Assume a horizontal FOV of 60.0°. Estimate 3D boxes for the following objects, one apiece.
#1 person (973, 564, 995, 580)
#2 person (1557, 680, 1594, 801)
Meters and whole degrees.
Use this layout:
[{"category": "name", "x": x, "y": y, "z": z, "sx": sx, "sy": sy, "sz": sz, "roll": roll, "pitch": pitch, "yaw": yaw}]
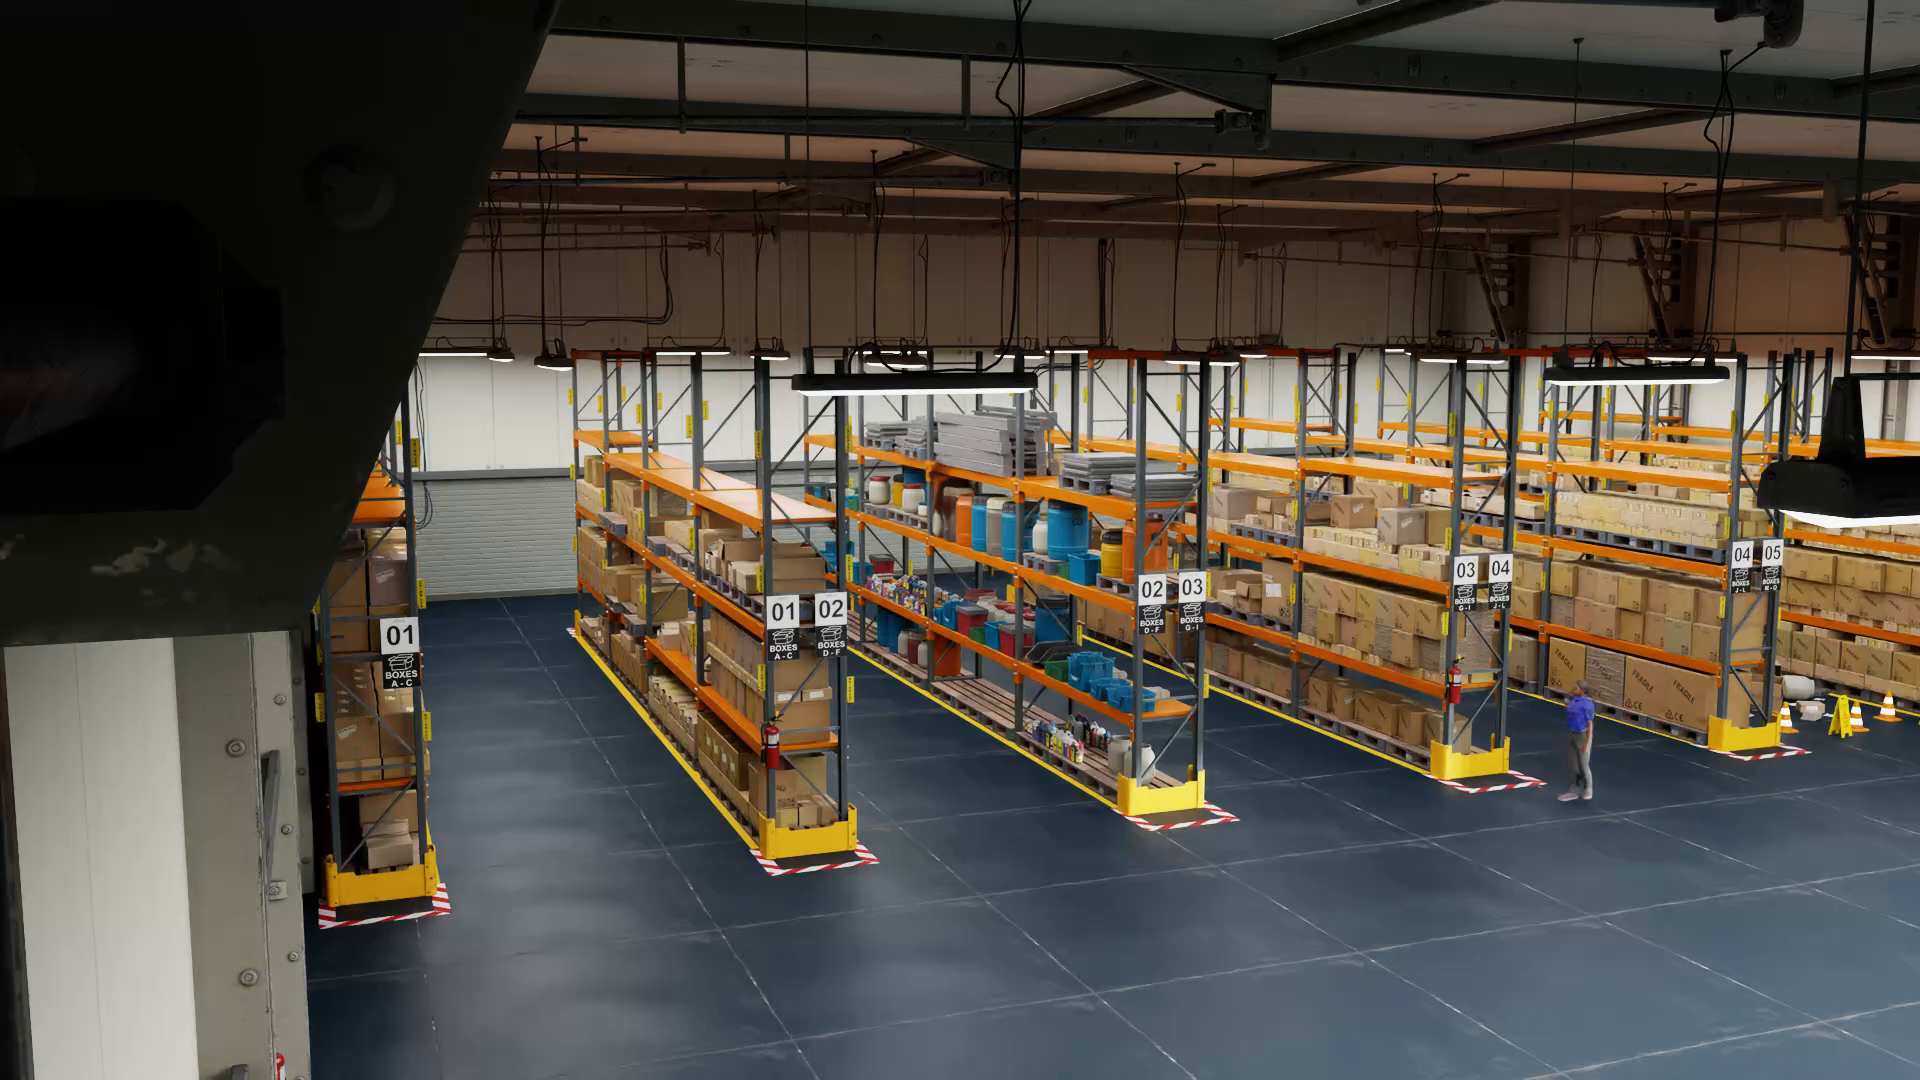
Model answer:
[{"category": "person", "x": 0.579, "y": 0.129, "z": 42.645, "sx": 0.546, "sy": 1.787, "sz": 0.599, "roll": 7, "pitch": 10, "yaw": 43}, {"category": "person", "x": 8.374, "y": 2.714, "z": 22.545, "sx": 0.412, "sy": 1.662, "sz": 0.521, "roll": -5, "pitch": 9, "yaw": -36}]
